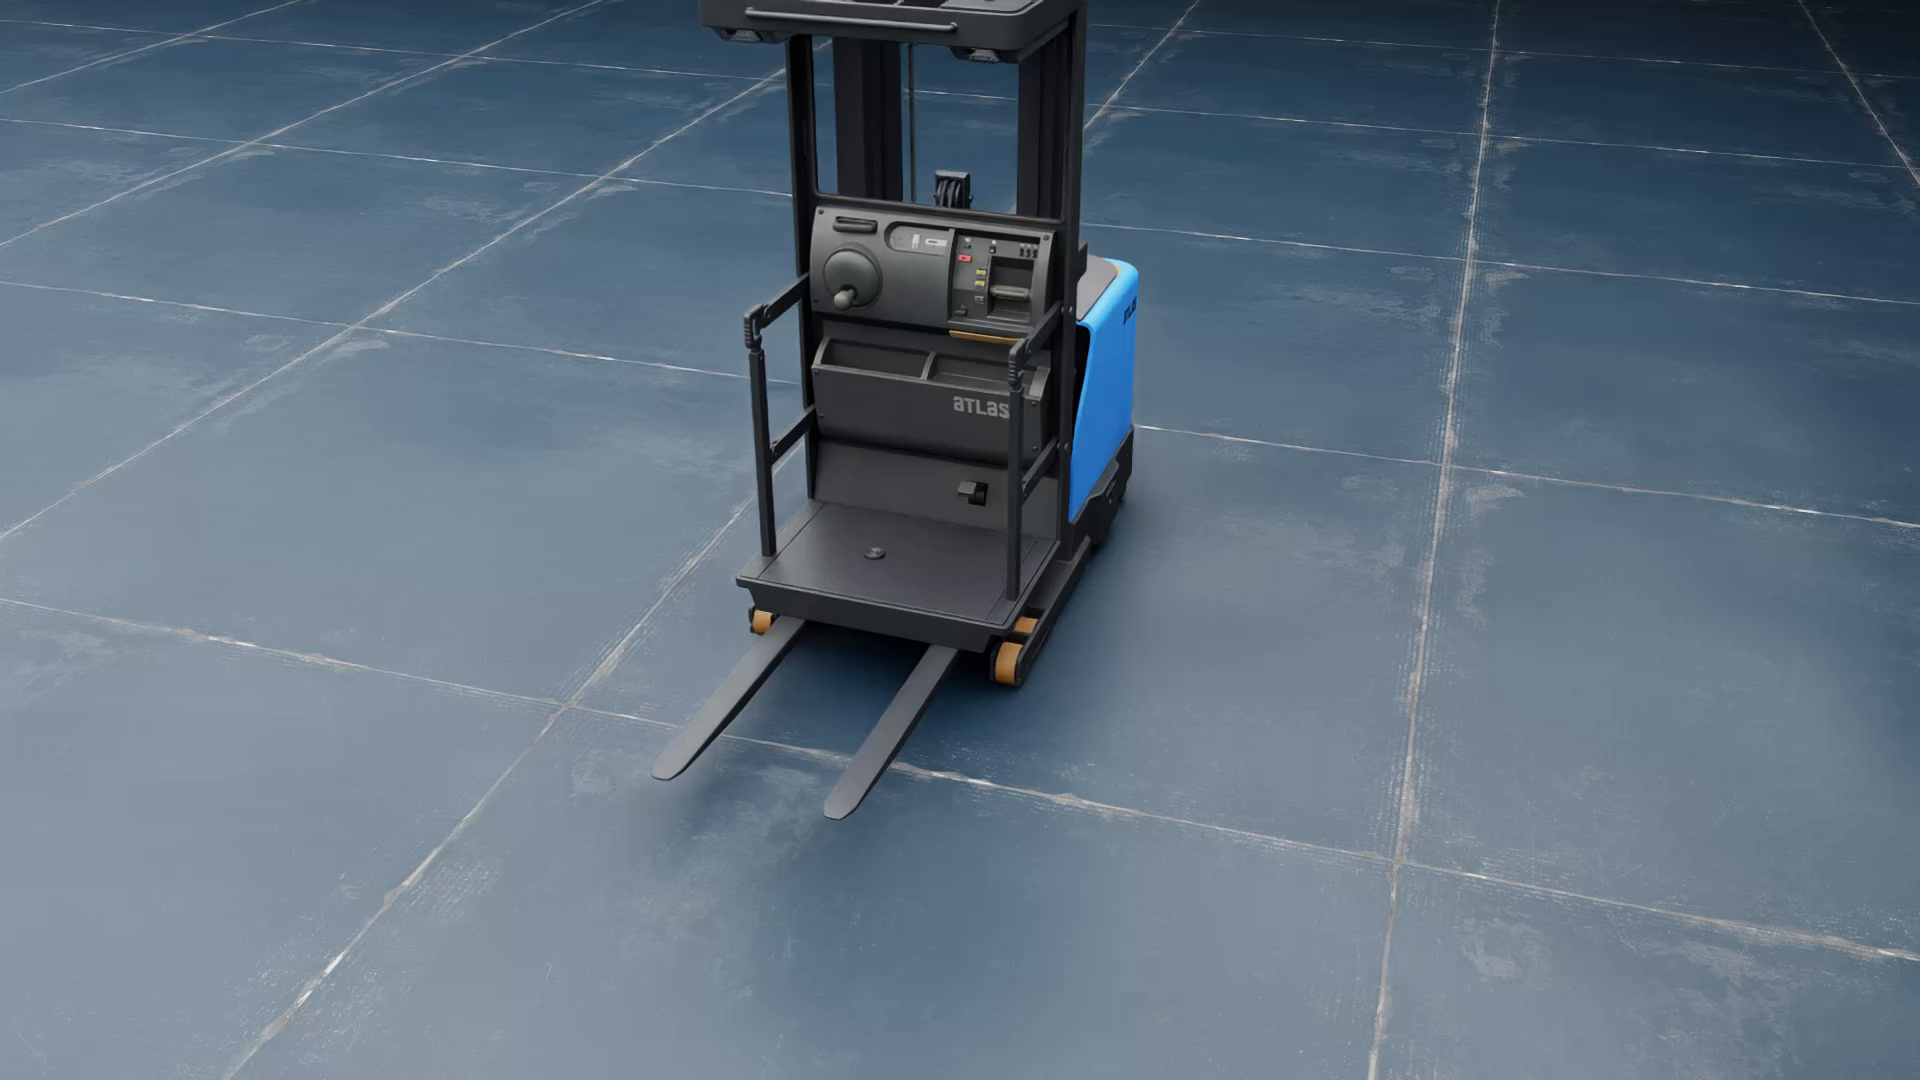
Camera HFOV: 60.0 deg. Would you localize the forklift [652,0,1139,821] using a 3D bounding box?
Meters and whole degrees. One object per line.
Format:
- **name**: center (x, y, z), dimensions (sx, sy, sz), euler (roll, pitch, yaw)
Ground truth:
- **forklift**: center (-0.183, -0.956, 5.954), dimensions (1.130, 2.935, 3.031), euler (10, 31, 17)
